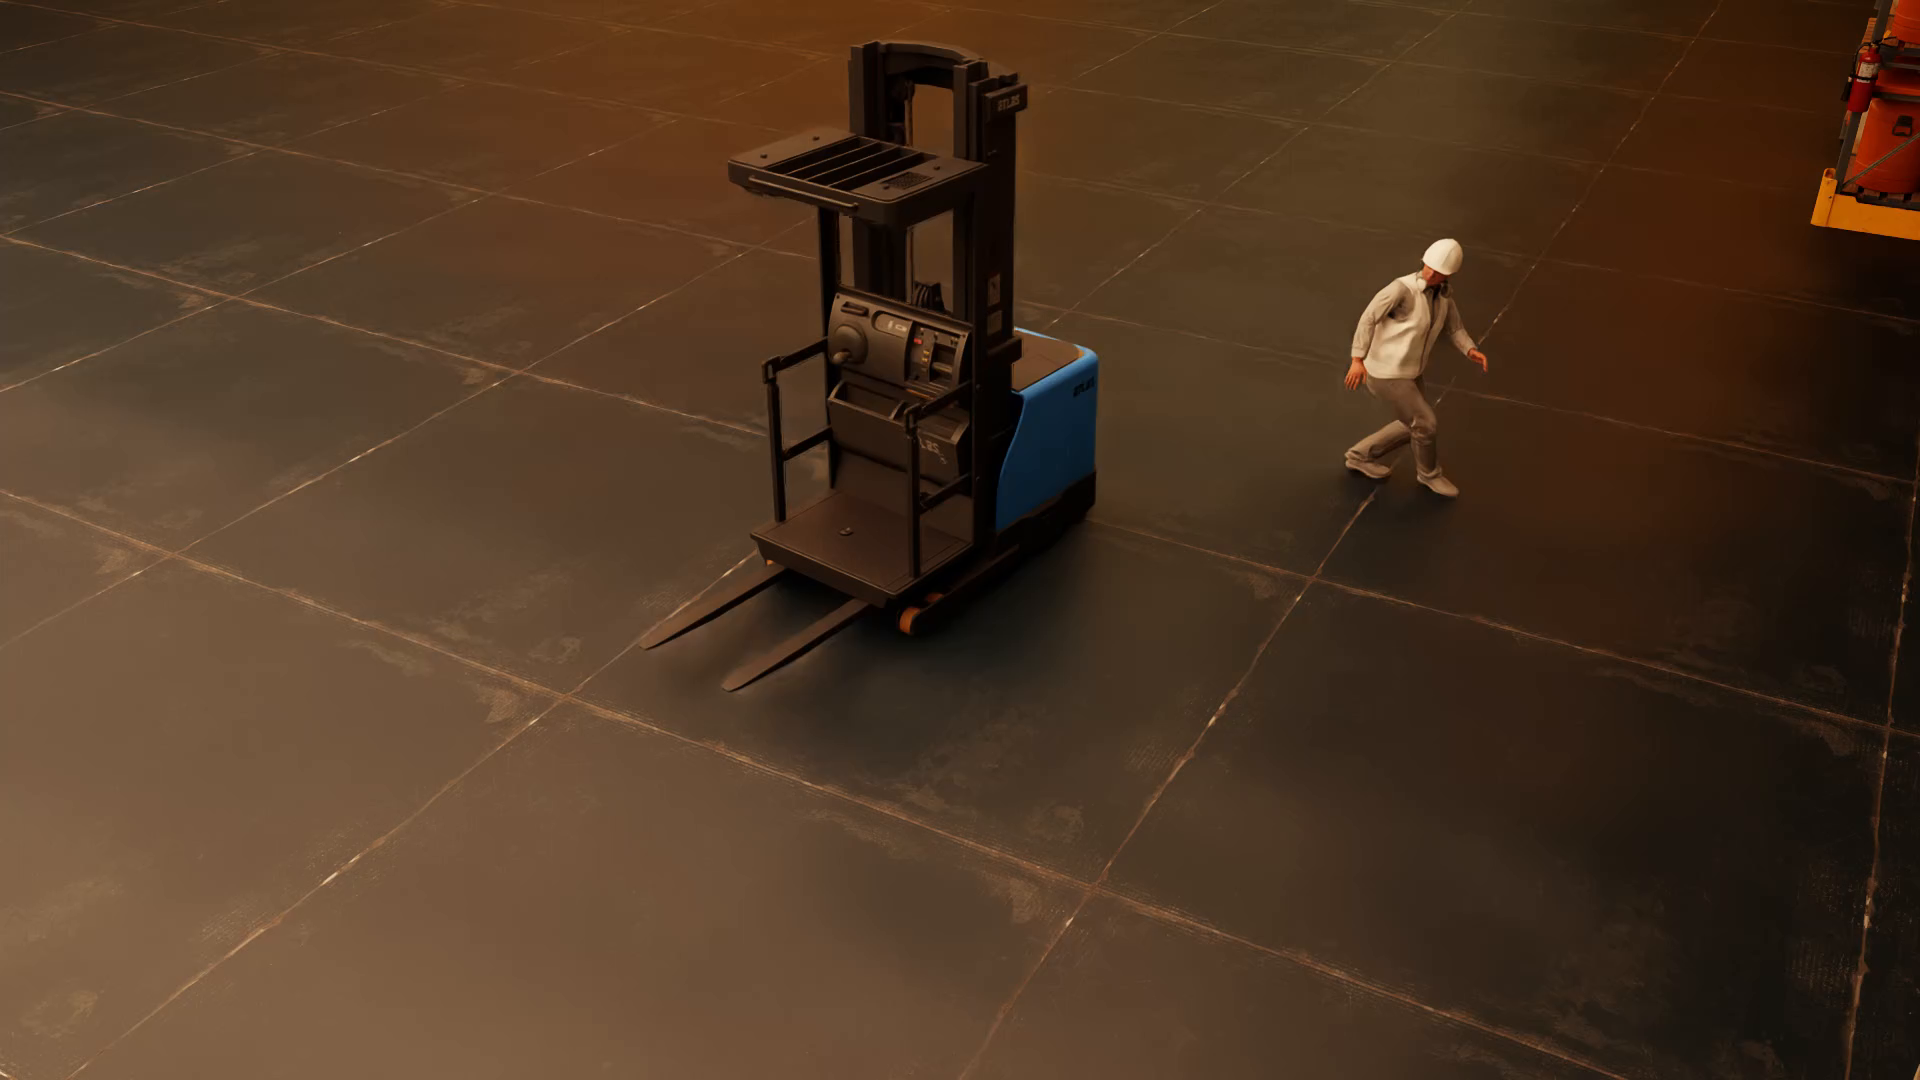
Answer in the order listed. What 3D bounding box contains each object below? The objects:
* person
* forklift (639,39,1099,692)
[{"bbox_3d":[2.785,-1.015,10.149,0.797,1.648,0.788,21,36,31],"label":"person"},{"bbox_3d":[-0.470,-1.022,8.842,1.130,2.935,3.031,21,36,32],"label":"forklift"}]
